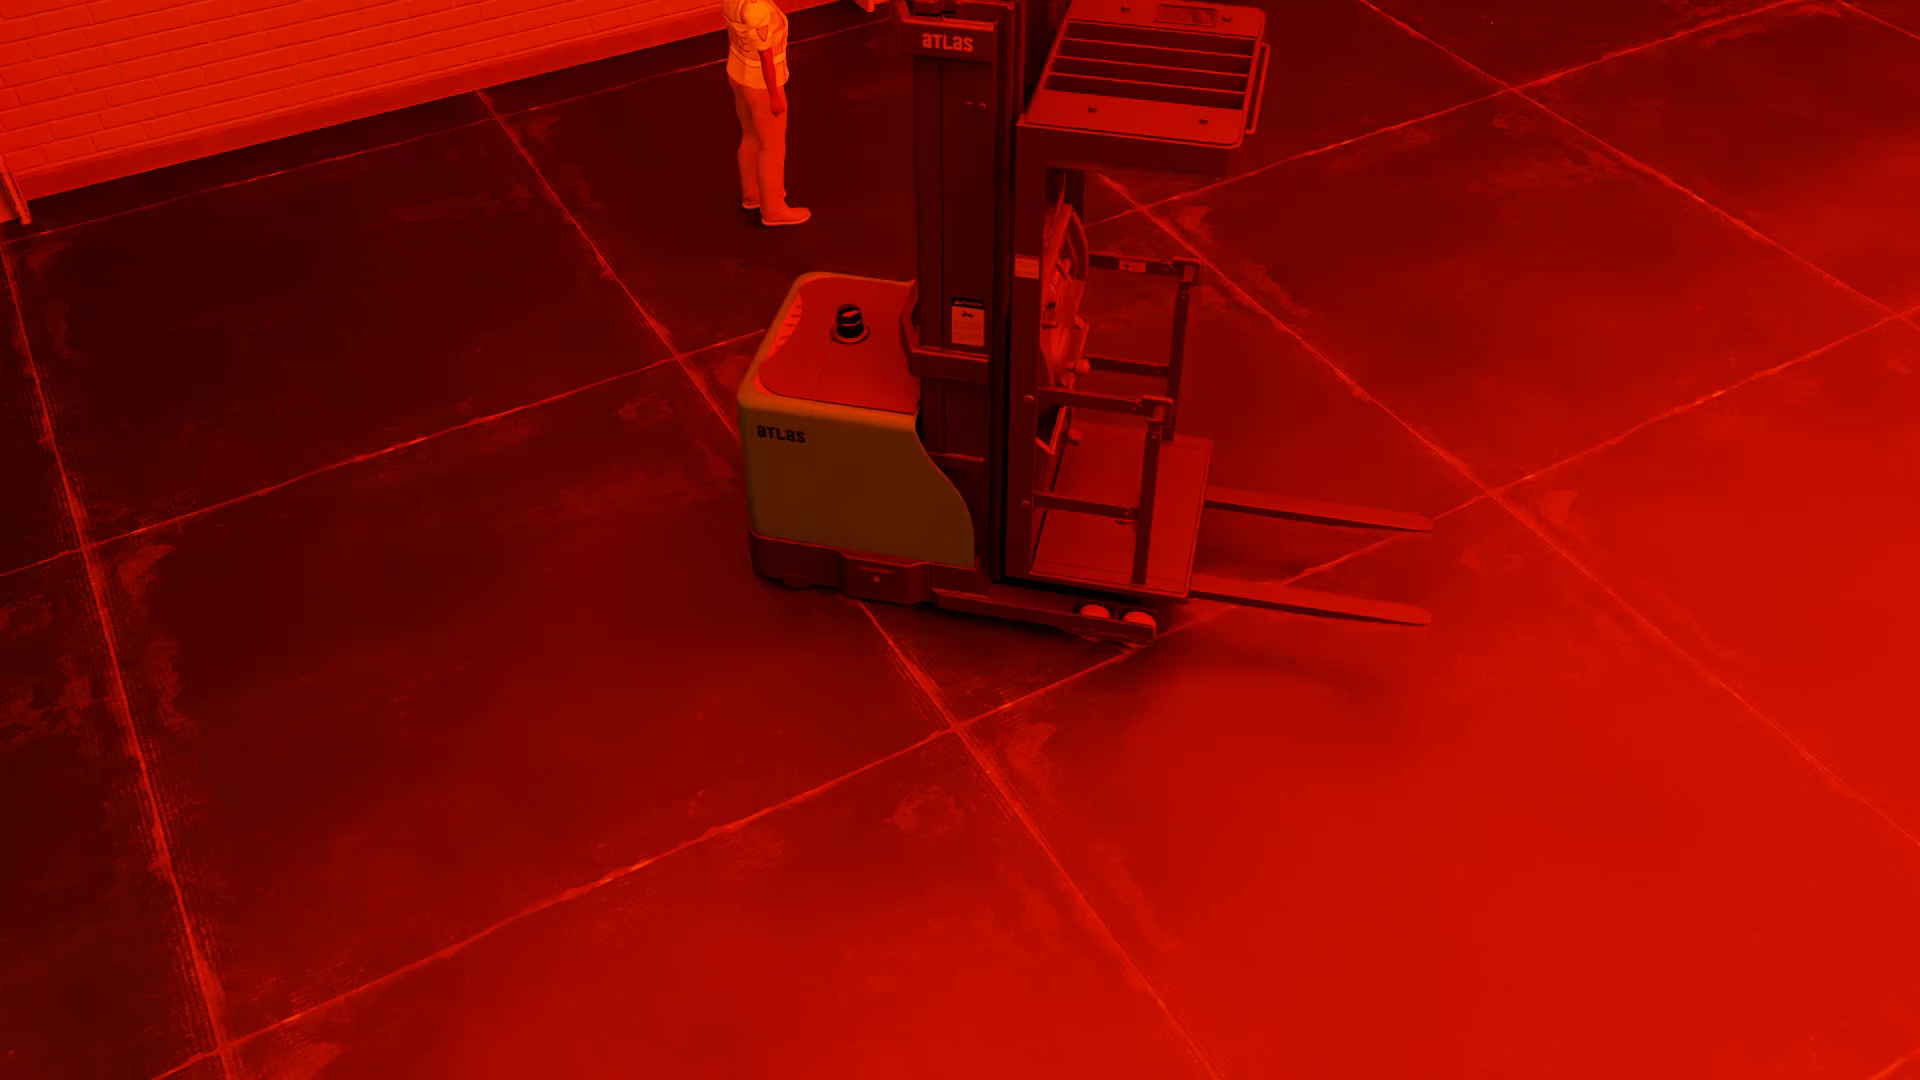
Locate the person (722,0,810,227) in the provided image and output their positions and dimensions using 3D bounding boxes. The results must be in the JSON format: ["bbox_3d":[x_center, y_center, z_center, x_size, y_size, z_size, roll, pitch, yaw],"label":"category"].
[{"bbox_3d":[-1.128,-2.597,9.414,0.337,1.691,0.446,-22,47,-22],"label":"person"}]

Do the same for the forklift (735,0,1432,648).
[{"bbox_3d":[0.613,-0.996,6.772,3.031,2.935,1.130,8,44,9],"label":"forklift"}]
